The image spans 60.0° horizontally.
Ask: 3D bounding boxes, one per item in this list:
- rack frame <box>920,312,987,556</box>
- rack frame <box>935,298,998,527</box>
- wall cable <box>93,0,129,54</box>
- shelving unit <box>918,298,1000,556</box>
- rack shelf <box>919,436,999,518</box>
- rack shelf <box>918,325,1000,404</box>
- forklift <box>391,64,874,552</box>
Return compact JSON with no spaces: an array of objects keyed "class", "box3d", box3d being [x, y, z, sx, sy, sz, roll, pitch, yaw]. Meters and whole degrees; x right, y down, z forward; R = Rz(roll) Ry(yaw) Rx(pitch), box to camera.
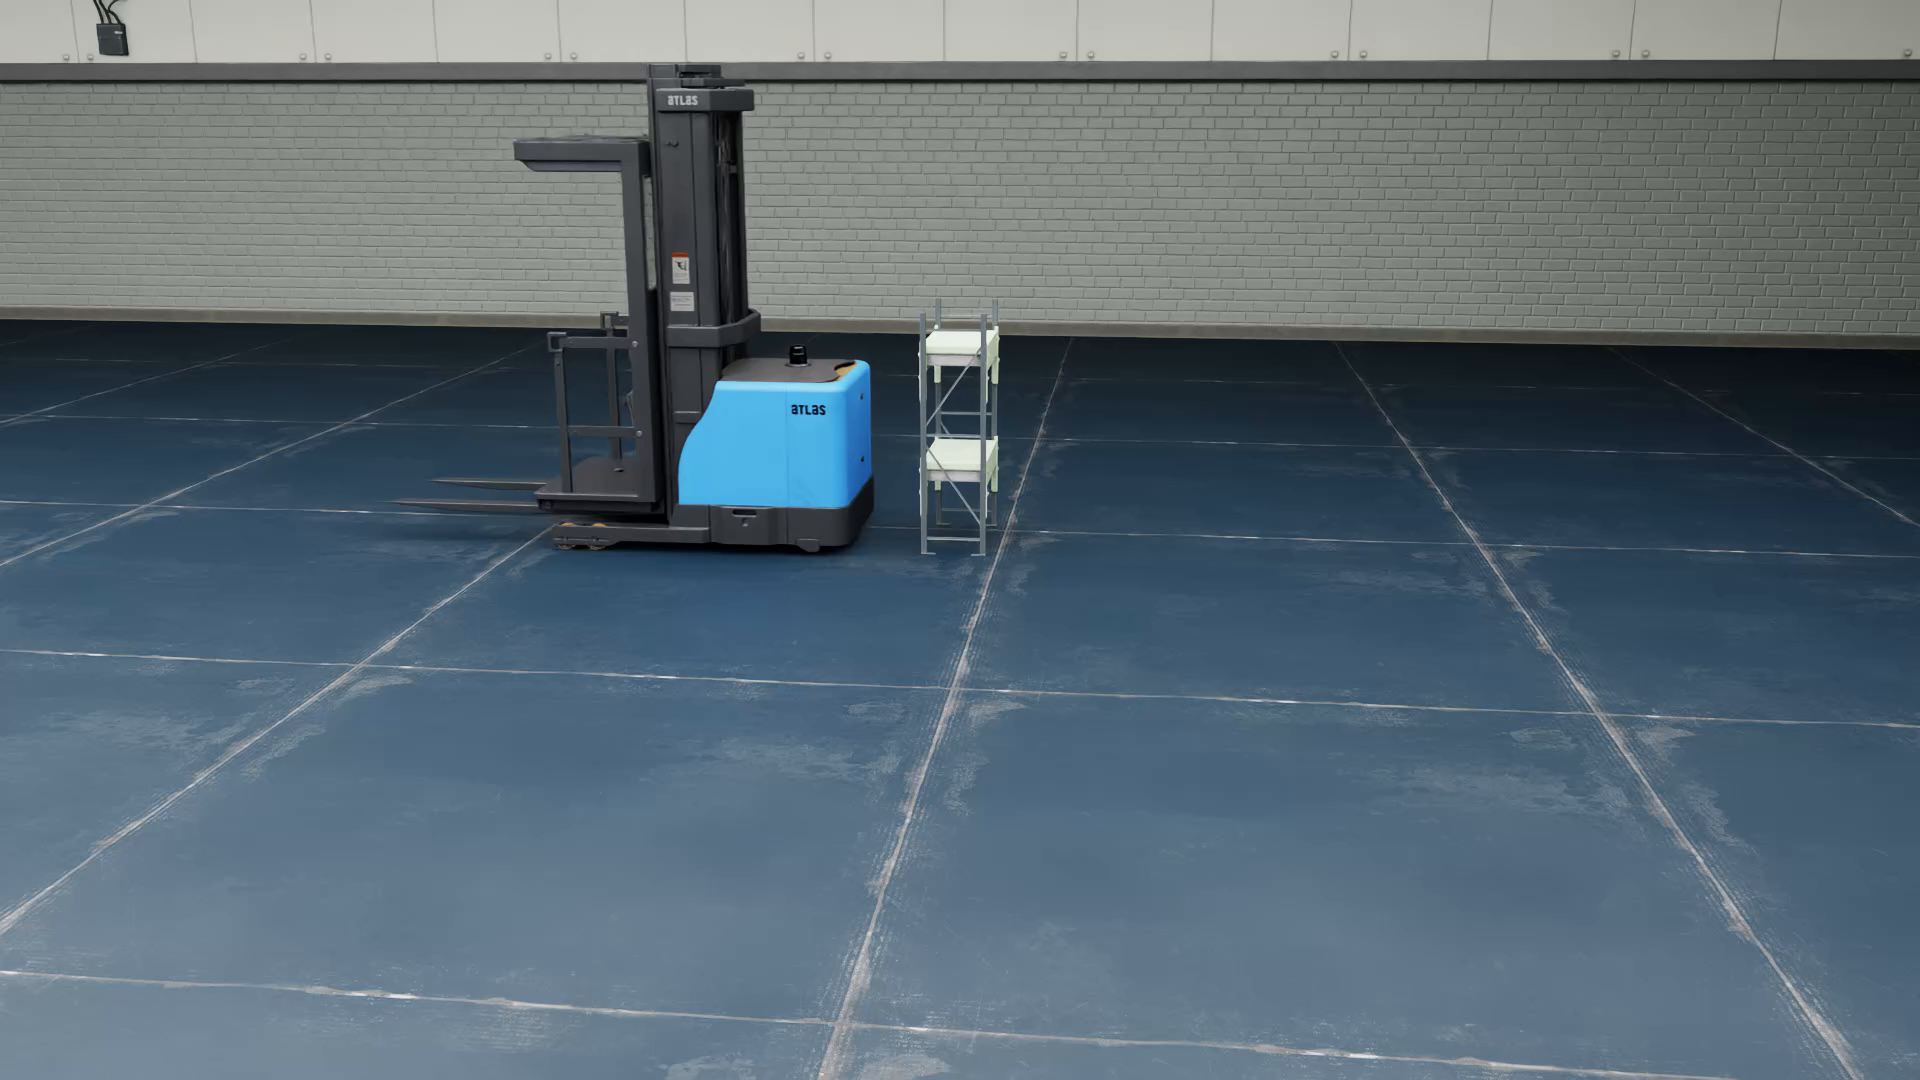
[{"class":"rack frame","box3d":[-0.041,-0.631,10.122,0.400,1.500,0.023,2,15,6]},{"class":"rack frame","box3d":[0.042,-0.821,10.824,0.400,1.500,0.023,2,15,6]},{"class":"wall cable","box3d":[-9.123,-8.673,18.980,2.305,6.003,0.169,2,15,6]},{"class":"shelving unit","box3d":[0.001,-0.726,10.473,0.431,1.500,0.755,2,15,6]},{"class":"rack shelf","box3d":[0.001,-0.411,10.558,0.431,0.370,0.720,2,15,6]},{"class":"rack shelf","box3d":[0.001,-1.102,10.371,0.431,0.370,0.720,2,15,6]},{"class":"forklift","box3d":[-2.130,-1.486,10.542,3.031,2.935,1.130,2,15,6]}]
